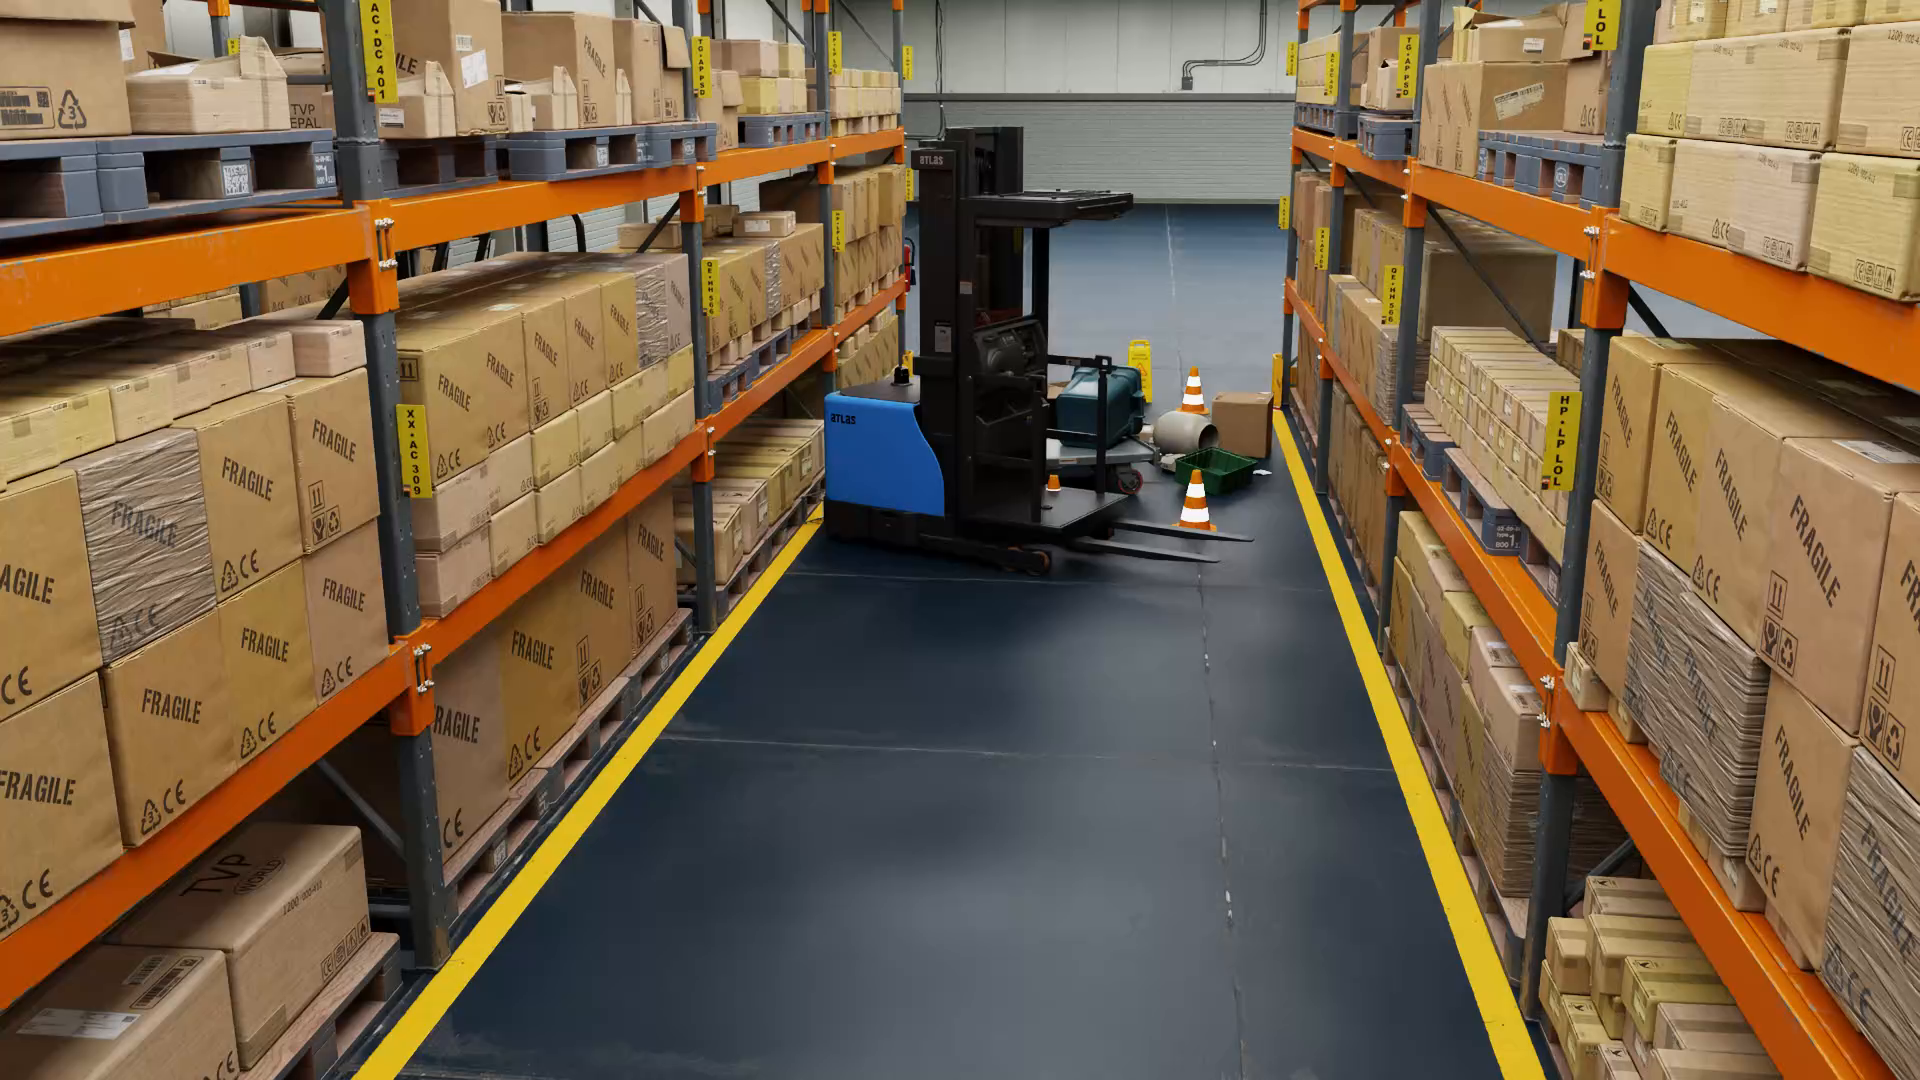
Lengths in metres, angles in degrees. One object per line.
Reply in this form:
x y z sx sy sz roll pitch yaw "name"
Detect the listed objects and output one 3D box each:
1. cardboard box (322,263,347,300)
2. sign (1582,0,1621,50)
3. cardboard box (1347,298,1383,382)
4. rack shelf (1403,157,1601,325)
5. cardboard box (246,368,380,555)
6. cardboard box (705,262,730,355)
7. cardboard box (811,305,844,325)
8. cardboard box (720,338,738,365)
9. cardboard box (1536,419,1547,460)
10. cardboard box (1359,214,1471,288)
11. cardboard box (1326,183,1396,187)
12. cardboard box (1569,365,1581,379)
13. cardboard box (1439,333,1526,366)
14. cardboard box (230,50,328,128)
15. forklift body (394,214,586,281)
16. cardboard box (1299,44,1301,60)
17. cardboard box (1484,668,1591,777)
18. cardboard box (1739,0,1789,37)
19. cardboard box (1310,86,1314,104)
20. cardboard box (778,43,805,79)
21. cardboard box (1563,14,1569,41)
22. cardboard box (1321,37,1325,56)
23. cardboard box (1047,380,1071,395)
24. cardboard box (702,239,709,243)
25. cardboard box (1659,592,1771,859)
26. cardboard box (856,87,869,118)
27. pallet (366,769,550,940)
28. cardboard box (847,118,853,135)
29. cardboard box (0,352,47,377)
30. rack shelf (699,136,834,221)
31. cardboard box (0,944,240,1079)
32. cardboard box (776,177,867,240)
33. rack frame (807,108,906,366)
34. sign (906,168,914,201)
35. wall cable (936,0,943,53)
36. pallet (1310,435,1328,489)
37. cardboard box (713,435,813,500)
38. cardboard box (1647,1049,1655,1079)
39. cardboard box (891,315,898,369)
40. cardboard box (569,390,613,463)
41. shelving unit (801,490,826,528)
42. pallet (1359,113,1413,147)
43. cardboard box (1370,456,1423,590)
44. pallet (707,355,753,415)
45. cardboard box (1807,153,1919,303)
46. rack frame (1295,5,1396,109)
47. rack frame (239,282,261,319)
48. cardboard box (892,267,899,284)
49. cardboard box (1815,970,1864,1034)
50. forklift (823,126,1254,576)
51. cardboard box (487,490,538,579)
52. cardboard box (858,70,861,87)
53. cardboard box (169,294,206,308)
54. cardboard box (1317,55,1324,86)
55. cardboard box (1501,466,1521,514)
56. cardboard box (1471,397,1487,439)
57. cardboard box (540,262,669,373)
-6.055 -2.507 15.496 0.500 0.500 0.500 2 15 6 "cardboard box"
1.945 -1.648 5.019 0.100 0.325 0.005 2 15 6 "sign"
2.900 -1.347 11.207 0.500 0.500 0.500 2 15 7 "cardboard box"
2.722 -1.364 7.093 1.077 0.370 4.000 2 15 6 "rack shelf"
-2.212 -0.265 5.288 0.500 0.500 0.500 2 15 6 "cardboard box"
-1.701 -1.406 10.051 0.500 0.500 0.500 1 15 5 "cardboard box"
-1.176 -1.890 13.888 0.380 0.149 0.250 2 15 6 "cardboard box"
-1.618 -1.204 10.545 0.380 0.149 0.250 1 15 3 "cardboard box"
2.409 -0.360 6.284 0.380 0.149 0.250 1 15 4 "cardboard box"
3.293 -2.088 12.031 0.700 0.500 0.500 1 15 5 "cardboard box"
3.619 -2.790 14.378 0.875 0.550 0.550 2 15 6 "cardboard box"
3.316 -0.797 8.468 0.380 0.149 0.250 2 15 8 "cardboard box"
2.676 -0.967 8.529 0.380 0.149 0.250 1 15 5 "cardboard box"
-2.542 -1.707 6.348 0.500 0.311 0.500 2 15 6 "cardboard box"
-4.413 -2.167 16.055 2.313 2.155 1.214 2 15 6 "forklift body"
3.497 -4.743 16.166 0.380 0.149 0.250 2 15 7 "cardboard box"
2.329 0.696 6.388 0.500 0.250 0.500 1 15 5 "cardboard box"
2.113 -1.284 3.981 0.380 0.149 0.250 1 15 5 "cardboard box"
3.323 -3.962 14.807 0.380 0.149 0.250 2 15 7 "cardboard box"
-1.469 -3.605 12.526 0.500 0.250 0.500 2 15 8 "cardboard box"
3.161 -2.536 8.388 0.396 0.266 0.258 2 15 6 "cardboard box"
3.237 -4.149 13.972 0.380 0.149 0.250 2 15 6 "cardboard box"
1.238 -1.242 15.790 0.797 0.503 0.637 -10 18 -32 "cardboard box"
-2.041 -1.829 11.615 0.500 0.500 0.500 1 15 4 "cardboard box"
2.049 0.442 4.018 0.500 0.500 0.500 1 15 5 "cardboard box"
-1.090 -3.828 14.544 0.500 0.250 0.500 2 15 7 "cardboard box"
-2.421 1.279 7.027 1.003 0.211 1.213 2 15 6 "pallet"
-1.139 -3.606 14.487 0.380 0.149 0.250 1 15 5 "cardboard box"
-2.816 -0.437 4.682 0.380 0.149 0.250 2 15 6 "cardboard box"
-1.756 -2.521 11.372 1.077 0.370 4.000 2 15 6 "rack shelf"
-2.711 1.562 4.745 0.875 0.438 0.875 1 15 5 "cardboard box"
-1.186 -2.853 14.291 0.700 0.500 0.500 2 15 7 "cardboard box"
-1.079 -2.977 17.424 1.000 3.000 0.127 2 15 6 "rack frame"
-0.530 -3.667 17.152 0.100 0.325 0.005 2 15 6 "sign"
0.734 -15.229 47.517 3.097 2.526 0.112 2 15 6 "wall cable"
3.563 -0.669 14.230 1.003 0.211 1.213 2 15 6 "pallet"
-1.665 -0.551 12.683 0.950 0.372 0.625 3 15 10 "cardboard box"
2.173 1.572 4.689 0.380 0.149 0.250 1 15 3 "cardboard box"
-0.910 -1.999 16.834 0.500 0.500 0.500 2 15 7 "cardboard box"
-1.934 -0.537 7.730 0.500 0.250 0.500 1 15 5 "cardboard box"
-0.832 -0.296 12.826 0.258 0.210 0.900 11 18 35 "shelving unit"
3.345 -2.936 11.894 0.805 0.209 1.217 1 15 4 "pallet"
3.106 -0.054 10.122 1.050 0.750 0.750 1 15 5 "cardboard box"
-2.007 -0.997 10.471 1.213 0.211 1.003 2 15 6 "pallet"
1.994 -0.608 3.205 0.500 0.250 0.500 2 15 9 "cardboard box"
3.851 -5.753 16.199 1.000 3.000 0.127 2 15 6 "rack frame"
-6.463 -2.085 14.125 1.000 3.000 0.127 2 15 6 "rack frame"
-0.827 -2.683 16.820 0.380 0.149 0.250 2 15 6 "cardboard box"
2.048 0.920 3.494 0.380 0.149 0.250 2 15 7 "cardboard box"
0.535 -1.332 11.473 3.031 2.935 1.130 9 17 29 "forklift"
-2.064 -0.033 6.824 0.500 0.250 0.500 1 15 5 "cardboard box"
-1.078 -4.062 14.647 0.380 0.149 0.250 1 15 5 "cardboard box"
-6.315 -1.985 13.086 0.500 0.250 0.500 1 15 5 "cardboard box"
3.316 -3.986 14.131 0.500 0.250 0.500 2 15 6 "cardboard box"
2.458 -0.204 6.848 0.380 0.149 0.250 1 15 4 "cardboard box"
2.550 -0.554 7.571 0.380 0.149 0.250 2 15 6 "cardboard box"
-1.830 -1.158 8.590 0.500 0.500 0.500 2 15 7 "cardboard box"
